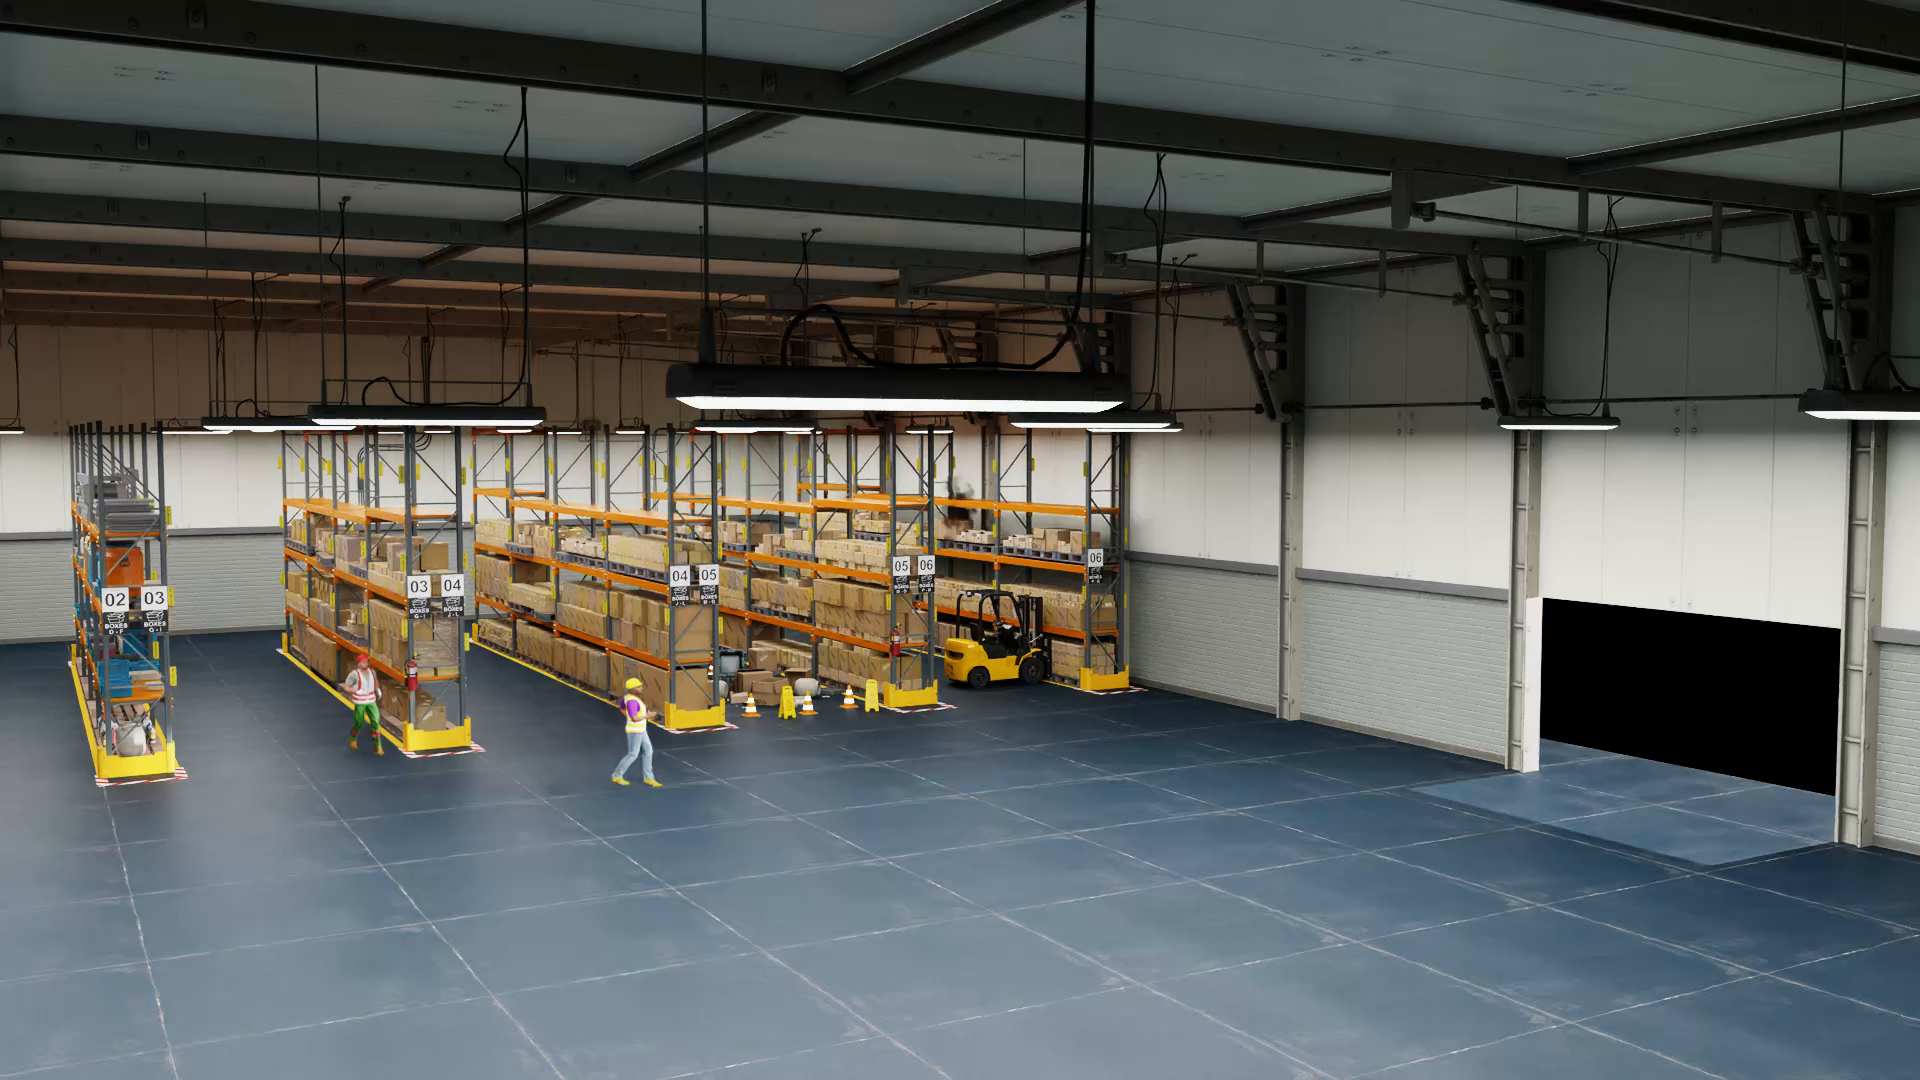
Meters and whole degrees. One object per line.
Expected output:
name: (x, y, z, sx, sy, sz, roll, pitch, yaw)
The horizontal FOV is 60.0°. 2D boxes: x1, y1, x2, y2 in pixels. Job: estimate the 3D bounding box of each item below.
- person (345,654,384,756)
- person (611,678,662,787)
person: (-10.782, 2.964, 30.064, 0.699, 1.826, 0.909, -3, 5, -44)
person: (-5.275, 3.150, 27.048, 0.802, 1.809, 0.684, 0, 4, -4)
